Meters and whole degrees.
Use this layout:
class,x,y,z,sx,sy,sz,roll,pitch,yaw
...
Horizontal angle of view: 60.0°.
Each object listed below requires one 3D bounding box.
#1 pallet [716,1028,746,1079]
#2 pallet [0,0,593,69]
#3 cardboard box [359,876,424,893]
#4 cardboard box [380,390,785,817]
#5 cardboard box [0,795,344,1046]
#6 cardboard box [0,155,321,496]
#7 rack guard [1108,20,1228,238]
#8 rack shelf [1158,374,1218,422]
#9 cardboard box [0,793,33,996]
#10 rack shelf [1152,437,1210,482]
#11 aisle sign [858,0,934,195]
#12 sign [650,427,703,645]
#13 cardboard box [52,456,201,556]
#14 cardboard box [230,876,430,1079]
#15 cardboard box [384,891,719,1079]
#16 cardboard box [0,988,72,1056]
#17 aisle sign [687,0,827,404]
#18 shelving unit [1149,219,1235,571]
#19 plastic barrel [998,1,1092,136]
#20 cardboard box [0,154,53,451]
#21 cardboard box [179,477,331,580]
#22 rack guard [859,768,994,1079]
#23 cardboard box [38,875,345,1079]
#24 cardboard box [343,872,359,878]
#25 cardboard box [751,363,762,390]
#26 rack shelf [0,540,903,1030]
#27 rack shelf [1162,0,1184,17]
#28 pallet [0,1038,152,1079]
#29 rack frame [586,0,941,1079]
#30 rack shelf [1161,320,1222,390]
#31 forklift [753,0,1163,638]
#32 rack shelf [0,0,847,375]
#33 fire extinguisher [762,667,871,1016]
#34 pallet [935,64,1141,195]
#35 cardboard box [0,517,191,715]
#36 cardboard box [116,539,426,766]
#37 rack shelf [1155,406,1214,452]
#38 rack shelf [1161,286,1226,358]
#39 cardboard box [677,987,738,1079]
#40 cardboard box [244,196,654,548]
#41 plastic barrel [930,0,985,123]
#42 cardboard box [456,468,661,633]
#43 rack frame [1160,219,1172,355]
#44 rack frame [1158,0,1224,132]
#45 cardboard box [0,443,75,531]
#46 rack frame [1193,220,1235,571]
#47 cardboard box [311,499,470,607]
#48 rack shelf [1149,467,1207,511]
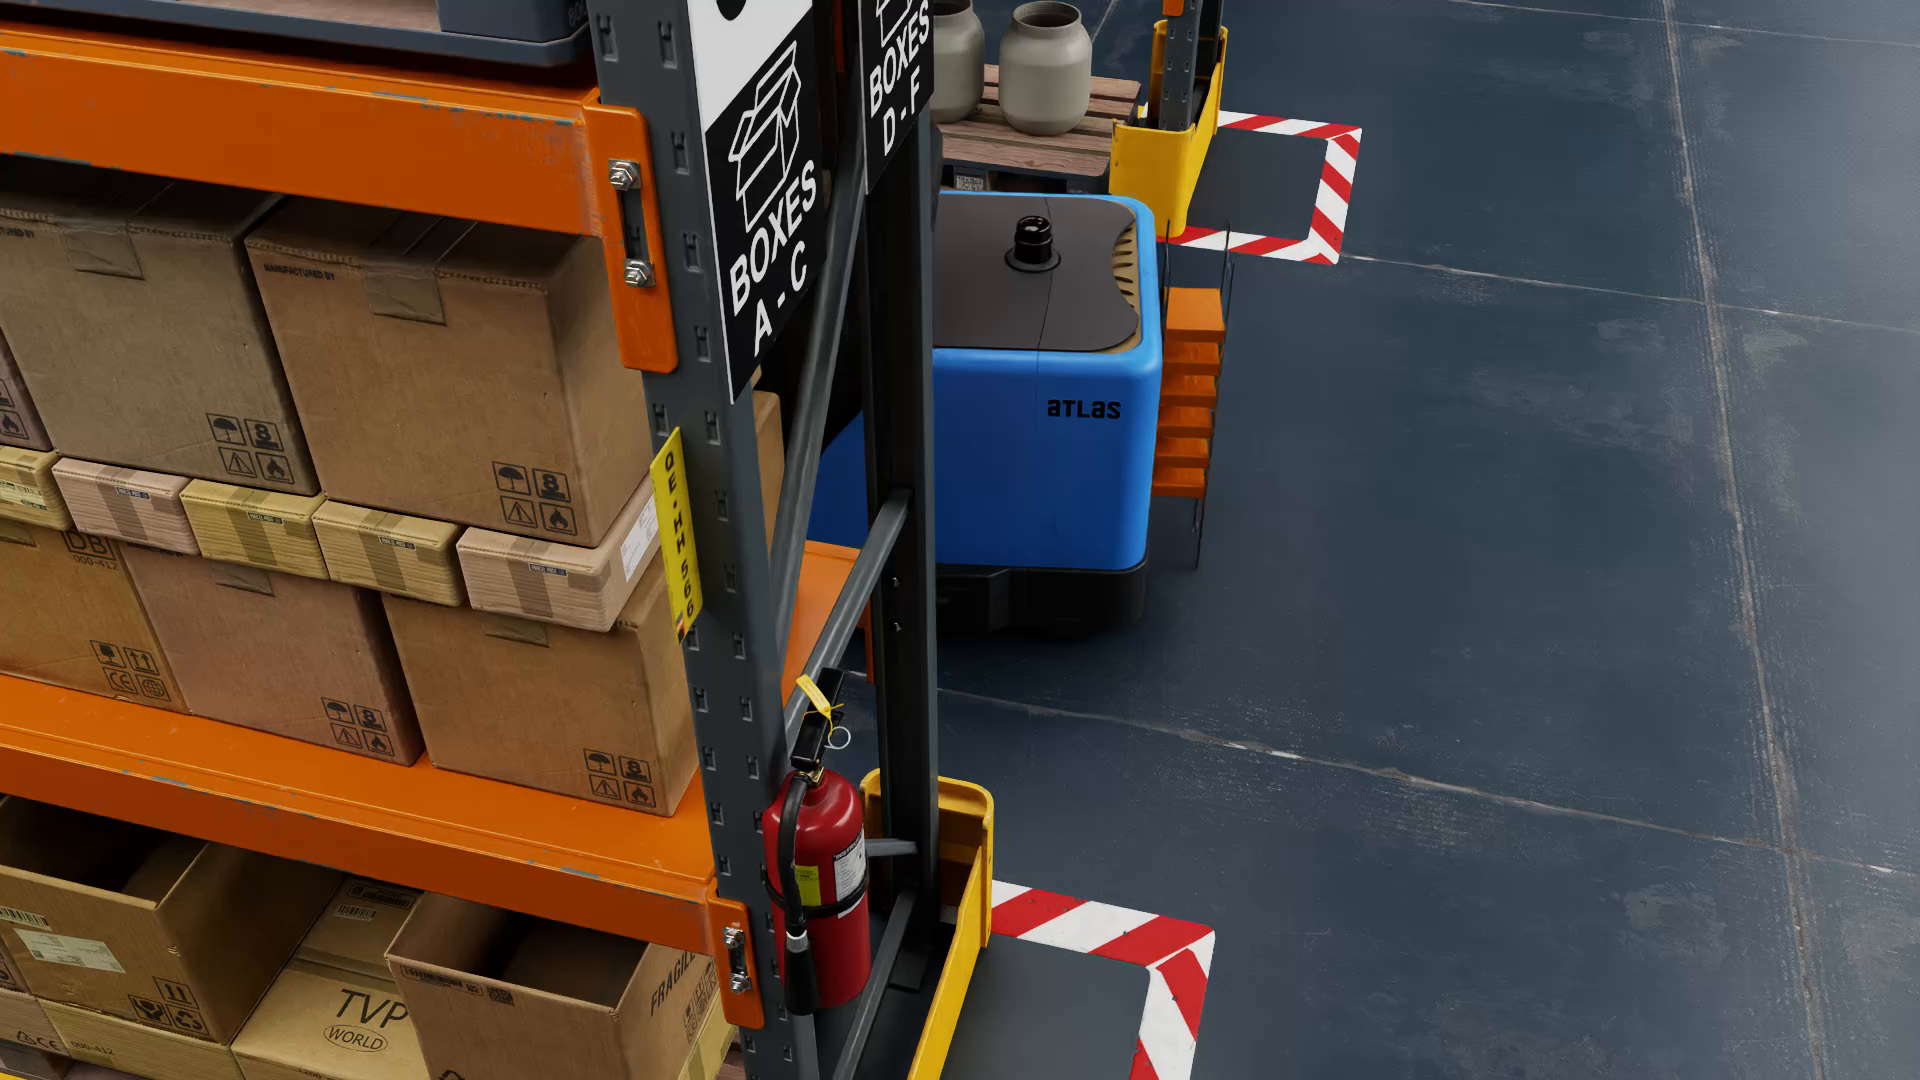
class,x,y,z,sx,sy,sz,roll,pitch,yaw
pallet,-0.991,1.163,4.201,1.213,0.211,1.003,10,41,11
pallet,-0.918,-1.052,2.406,1.213,0.211,1.003,10,41,11
cardboard box,-1.186,0.781,4.300,0.500,0.250,0.500,10,41,11
cardboard box,-0.689,0.073,3.253,0.500,0.500,0.700,10,41,11
cardboard box,-1.806,0.740,3.765,0.500,0.500,0.500,10,41,11
cardboard box,-1.250,-0.517,2.946,0.500,0.500,0.700,9,41,10
rack guard,0.957,-1.906,7.631,0.348,0.500,1.175,10,41,11
rack shelf,0.717,-0.493,5.286,0.180,0.103,0.258,2,40,3
cardboard box,-2.289,0.656,3.864,0.500,0.500,0.500,10,41,11
rack shelf,0.717,-0.309,5.441,0.180,0.103,0.258,2,40,3
aisle sign,-0.099,-0.978,2.561,0.004,0.787,0.394,10,41,11
sign,-0.395,-0.003,2.336,0.005,0.325,0.100,10,41,11
cardboard box,-1.402,-0.163,3.030,0.250,0.149,0.380,10,41,12
cardboard box,-1.322,1.108,3.910,0.500,0.250,0.500,10,41,11
cardboard box,-0.836,0.897,3.577,0.500,0.500,0.500,10,41,11
cardboard box,-2.288,0.941,4.108,0.500,0.250,0.500,10,41,11
aisle sign,-0.254,-0.605,2.117,0.004,0.787,0.394,10,41,11
shelving unit,0.717,-0.435,5.335,0.189,1.200,0.258,2,40,3
plastic barrel,0.387,-2.150,7.586,0.421,0.512,0.421,0,40,0
cardboard box,-1.737,-0.600,3.046,0.500,0.500,0.700,10,41,12
cardboard box,-1.160,-0.120,2.979,0.250,0.149,0.380,9,41,11
rack guard,-0.218,1.158,3.983,0.348,0.500,1.175,10,41,11
cardboard box,-1.805,1.026,4.008,0.500,0.250,0.500,10,41,11
cardboard box,-1.669,0.697,4.399,0.500,0.250,0.500,10,41,11
cardboard box,-0.565,-0.289,3.180,0.250,0.149,0.380,9,41,11
rack shelf,-2.173,0.140,3.811,4.000,0.370,1.077,10,41,11
rack shelf,-0.889,-2.937,7.474,4.000,0.370,1.077,10,41,11
pallet,-2.166,0.959,4.444,1.213,0.211,1.003,10,41,11
rack frame,-0.241,0.197,3.183,0.127,3.000,1.000,10,41,11
rack shelf,0.717,-0.585,5.209,0.180,0.103,0.258,2,40,3
forklift,-0.894,-1.172,4.867,3.031,2.935,1.130,2,40,3
rack shelf,-2.173,-1.009,2.846,4.000,0.370,1.077,10,41,11
fire extinguisher,-0.247,0.535,2.841,0.183,0.674,0.296,10,41,11
pallet,0.174,-1.934,7.889,1.213,0.211,1.003,10,41,11
cardboard box,-1.676,-0.098,3.456,0.500,0.500,0.700,10,41,12
cardboard box,-1.198,-0.011,3.353,0.500,0.500,0.700,11,41,13
rack shelf,0.717,-0.401,5.363,0.180,0.103,0.258,2,40,3
rack shelf,0.717,-0.677,5.132,0.180,0.103,0.258,2,40,3
cardboard box,-0.836,1.183,3.820,0.500,0.250,0.500,10,41,11
cardboard box,-0.740,-0.433,2.846,0.500,0.500,0.700,10,41,12
plastic barrel,-0.097,-2.233,7.685,0.421,0.512,0.421,0,40,0
cardboard box,-0.660,-0.035,2.877,0.250,0.149,0.380,9,41,11
rack frame,0.625,-0.438,5.339,0.006,1.200,0.240,2,40,3
rack frame,1.043,-2.880,6.847,0.127,3.000,1.000,10,41,11
cardboard box,-1.656,-0.207,3.082,0.250,0.149,0.380,11,41,13
rack frame,0.808,-0.431,5.331,0.006,1.200,0.240,2,40,3
cardboard box,-0.913,-0.078,2.928,0.250,0.149,0.380,11,41,13
rack shelf,0.717,-0.217,5.518,0.180,0.103,0.258,2,40,3
